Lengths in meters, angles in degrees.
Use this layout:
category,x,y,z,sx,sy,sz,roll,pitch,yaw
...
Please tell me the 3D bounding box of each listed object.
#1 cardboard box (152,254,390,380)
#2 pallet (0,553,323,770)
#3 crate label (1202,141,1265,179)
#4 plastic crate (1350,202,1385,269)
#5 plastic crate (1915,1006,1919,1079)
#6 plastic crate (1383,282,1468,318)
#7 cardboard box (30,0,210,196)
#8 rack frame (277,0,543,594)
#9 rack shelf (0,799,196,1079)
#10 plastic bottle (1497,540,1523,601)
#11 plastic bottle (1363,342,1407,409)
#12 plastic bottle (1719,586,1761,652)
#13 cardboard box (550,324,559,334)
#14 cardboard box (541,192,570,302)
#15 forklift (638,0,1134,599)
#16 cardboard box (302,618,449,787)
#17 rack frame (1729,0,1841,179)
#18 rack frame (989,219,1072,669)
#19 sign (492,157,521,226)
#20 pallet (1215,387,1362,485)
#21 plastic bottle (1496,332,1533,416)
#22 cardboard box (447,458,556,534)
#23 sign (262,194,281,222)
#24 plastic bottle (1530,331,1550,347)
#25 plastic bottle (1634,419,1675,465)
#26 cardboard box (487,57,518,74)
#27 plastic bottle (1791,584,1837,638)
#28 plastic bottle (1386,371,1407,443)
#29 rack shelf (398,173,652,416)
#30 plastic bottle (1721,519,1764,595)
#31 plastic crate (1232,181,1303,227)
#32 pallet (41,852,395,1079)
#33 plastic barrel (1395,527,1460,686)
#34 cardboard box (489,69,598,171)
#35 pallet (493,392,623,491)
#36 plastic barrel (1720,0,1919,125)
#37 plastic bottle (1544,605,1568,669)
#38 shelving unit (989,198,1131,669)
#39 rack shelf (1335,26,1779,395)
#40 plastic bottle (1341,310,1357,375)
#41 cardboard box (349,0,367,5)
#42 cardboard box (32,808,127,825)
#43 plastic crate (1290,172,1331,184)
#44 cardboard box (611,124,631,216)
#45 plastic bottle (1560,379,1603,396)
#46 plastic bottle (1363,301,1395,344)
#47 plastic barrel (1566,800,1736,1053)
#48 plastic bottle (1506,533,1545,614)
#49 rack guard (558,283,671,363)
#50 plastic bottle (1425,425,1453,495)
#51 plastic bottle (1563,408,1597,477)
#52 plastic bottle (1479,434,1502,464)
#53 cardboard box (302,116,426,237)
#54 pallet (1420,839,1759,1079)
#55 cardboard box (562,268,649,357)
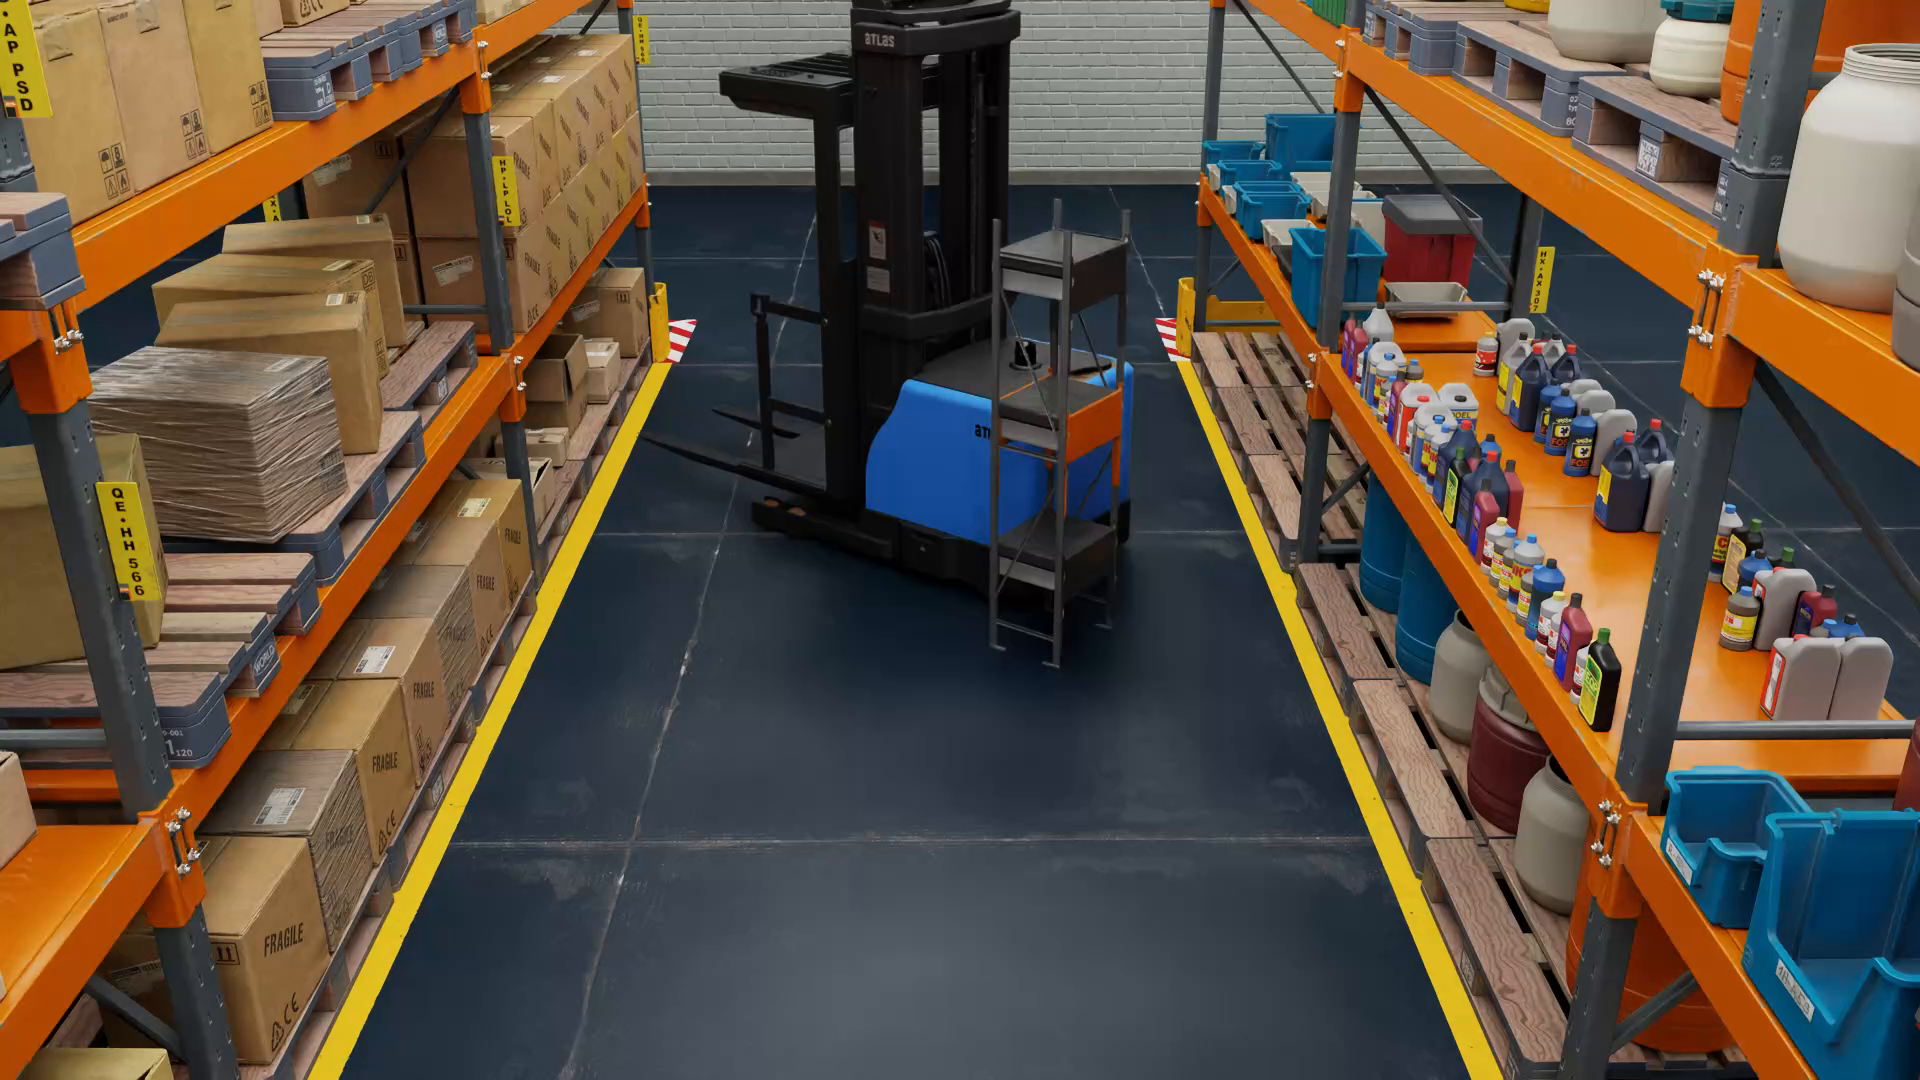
category,x,y,z,sx,sy,sz,roll,pitch,yaw
cardboard box,-2.840,-0.868,6.898,0.700,0.500,0.500,4,25,8
pallet,-2.726,0.346,5.077,1.213,0.211,1.003,0,24,-1
crate label,1.890,-2.627,11.549,0.416,0.233,0.303,0,24,-1
plastic crate,2.428,-1.735,9.516,0.437,0.282,0.530,0,24,-1
plastic crate,2.016,1.155,2.978,0.402,0.464,0.583,0,24,-1
plastic crate,2.398,-1.231,8.579,0.396,0.136,0.243,0,24,-1
cardboard box,-2.693,-1.264,4.644,0.910,0.500,0.500,0,24,-1
rack frame,-2.692,-1.110,8.065,1.000,3.000,0.127,0,24,-1
rack shelf,-2.627,1.690,2.747,1.077,0.370,4.000,0,24,-1
plastic bottle,1.882,0.100,5.631,0.097,0.201,0.097,0,24,0
plastic bottle,1.889,-0.731,7.378,0.152,0.276,0.135,0,24,-1
plastic bottle,2.493,0.245,5.309,0.097,0.201,0.097,0,24,0
cardboard box,-3.008,-1.275,11.232,0.500,0.250,0.500,0,24,-1
cardboard box,-2.434,-1.578,8.978,0.500,0.500,0.500,0,24,0
forklift,-0.554,-1.504,9.019,3.031,2.935,1.130,17,30,33
cardboard box,-2.391,0.650,6.672,0.500,0.500,0.500,-1,24,-2
rack frame,2.304,-2.216,3.231,1.000,3.000,0.127,0,24,-1
rack frame,0.310,-0.393,7.571,0.400,2.100,0.015,17,29,32
sign,-2.138,-1.642,7.836,0.100,0.325,0.005,0,24,-1
pallet,2.198,-0.667,10.470,1.003,0.211,1.213,0,24,-1
plastic bottle,2.454,-0.731,7.286,0.144,0.351,0.185,0,24,-1
cardboard box,-2.481,-0.260,8.913,0.500,0.311,0.500,0,24,-1
sign,-3.235,-1.499,7.875,0.100,0.325,0.005,0,24,-1
plastic bottle,2.636,-0.822,7.569,0.061,0.283,0.133,0,24,-1
plastic bottle,2.610,-0.278,6.284,0.144,0.351,0.185,0,24,-1
cardboard box,-2.981,-2.654,10.144,0.500,0.500,0.500,0,24,0
plastic bottle,2.665,0.255,5.188,0.061,0.283,0.133,0,24,-1
plastic bottle,1.848,-0.559,6.988,0.061,0.283,0.133,0,24,-1
rack shelf,-2.714,-1.607,10.036,1.077,0.370,4.000,0,24,-1
plastic bottle,2.659,0.049,5.643,0.061,0.283,0.133,0,24,-1
plastic crate,1.905,-2.085,10.350,0.416,0.233,0.300,0,24,-1
pallet,-2.619,1.501,5.676,1.003,0.211,1.213,0,24,-1
plastic barrel,2.257,0.150,7.316,0.600,0.901,0.708,0,24,-1
cardboard box,-2.434,-2.444,9.680,0.500,0.500,0.500,0,24,1
pallet,-2.715,-0.627,10.380,1.003,0.211,1.213,0,24,-1
plastic barrel,2.301,-1.471,4.191,0.600,0.830,0.708,0,24,-1
plastic bottle,1.888,0.300,5.188,0.097,0.201,0.097,0,24,0
shelving unit,0.452,-0.475,7.752,0.431,2.100,0.503,17,29,32
rack shelf,2.282,-1.346,5.819,1.077,0.370,4.000,0,24,-1
plastic bottle,1.838,-0.925,7.797,0.061,0.283,0.133,0,24,-1
cardboard box,-2.761,-2.552,6.860,0.600,0.600,0.600,-3,24,-6
cardboard box,-2.899,0.727,5.592,0.500,0.250,0.500,1,24,1
plastic crate,2.407,-2.351,11.056,0.396,0.136,0.243,0,24,-1
cardboard box,-2.450,-2.407,10.811,0.500,0.500,0.500,0,24,0
plastic bottle,2.598,-0.555,6.989,0.152,0.276,0.135,0,24,-1
plastic bottle,1.941,-0.946,7.761,0.144,0.351,0.185,0,24,-1
plastic barrel,2.282,1.113,5.273,0.600,0.830,0.708,0,24,-1
plastic bottle,1.884,0.108,5.528,0.097,0.271,0.097,0,24,0
rack guard,-2.735,-1.588,12.156,1.175,0.500,0.348,0,24,-1
plastic bottle,1.872,-0.315,6.463,0.097,0.271,0.097,0,24,0
plastic bottle,2.477,-0.394,6.637,0.097,0.271,0.097,0,24,0
plastic bottle,2.018,-0.276,6.375,0.097,0.271,0.097,0,24,0
cardboard box,-2.957,-1.819,8.297,0.500,0.500,0.500,0,24,0
pallet,2.254,1.463,5.759,1.003,0.211,1.213,0,24,-1
cardboard box,-2.484,-1.597,11.641,0.500,0.500,0.500,0,24,-1
